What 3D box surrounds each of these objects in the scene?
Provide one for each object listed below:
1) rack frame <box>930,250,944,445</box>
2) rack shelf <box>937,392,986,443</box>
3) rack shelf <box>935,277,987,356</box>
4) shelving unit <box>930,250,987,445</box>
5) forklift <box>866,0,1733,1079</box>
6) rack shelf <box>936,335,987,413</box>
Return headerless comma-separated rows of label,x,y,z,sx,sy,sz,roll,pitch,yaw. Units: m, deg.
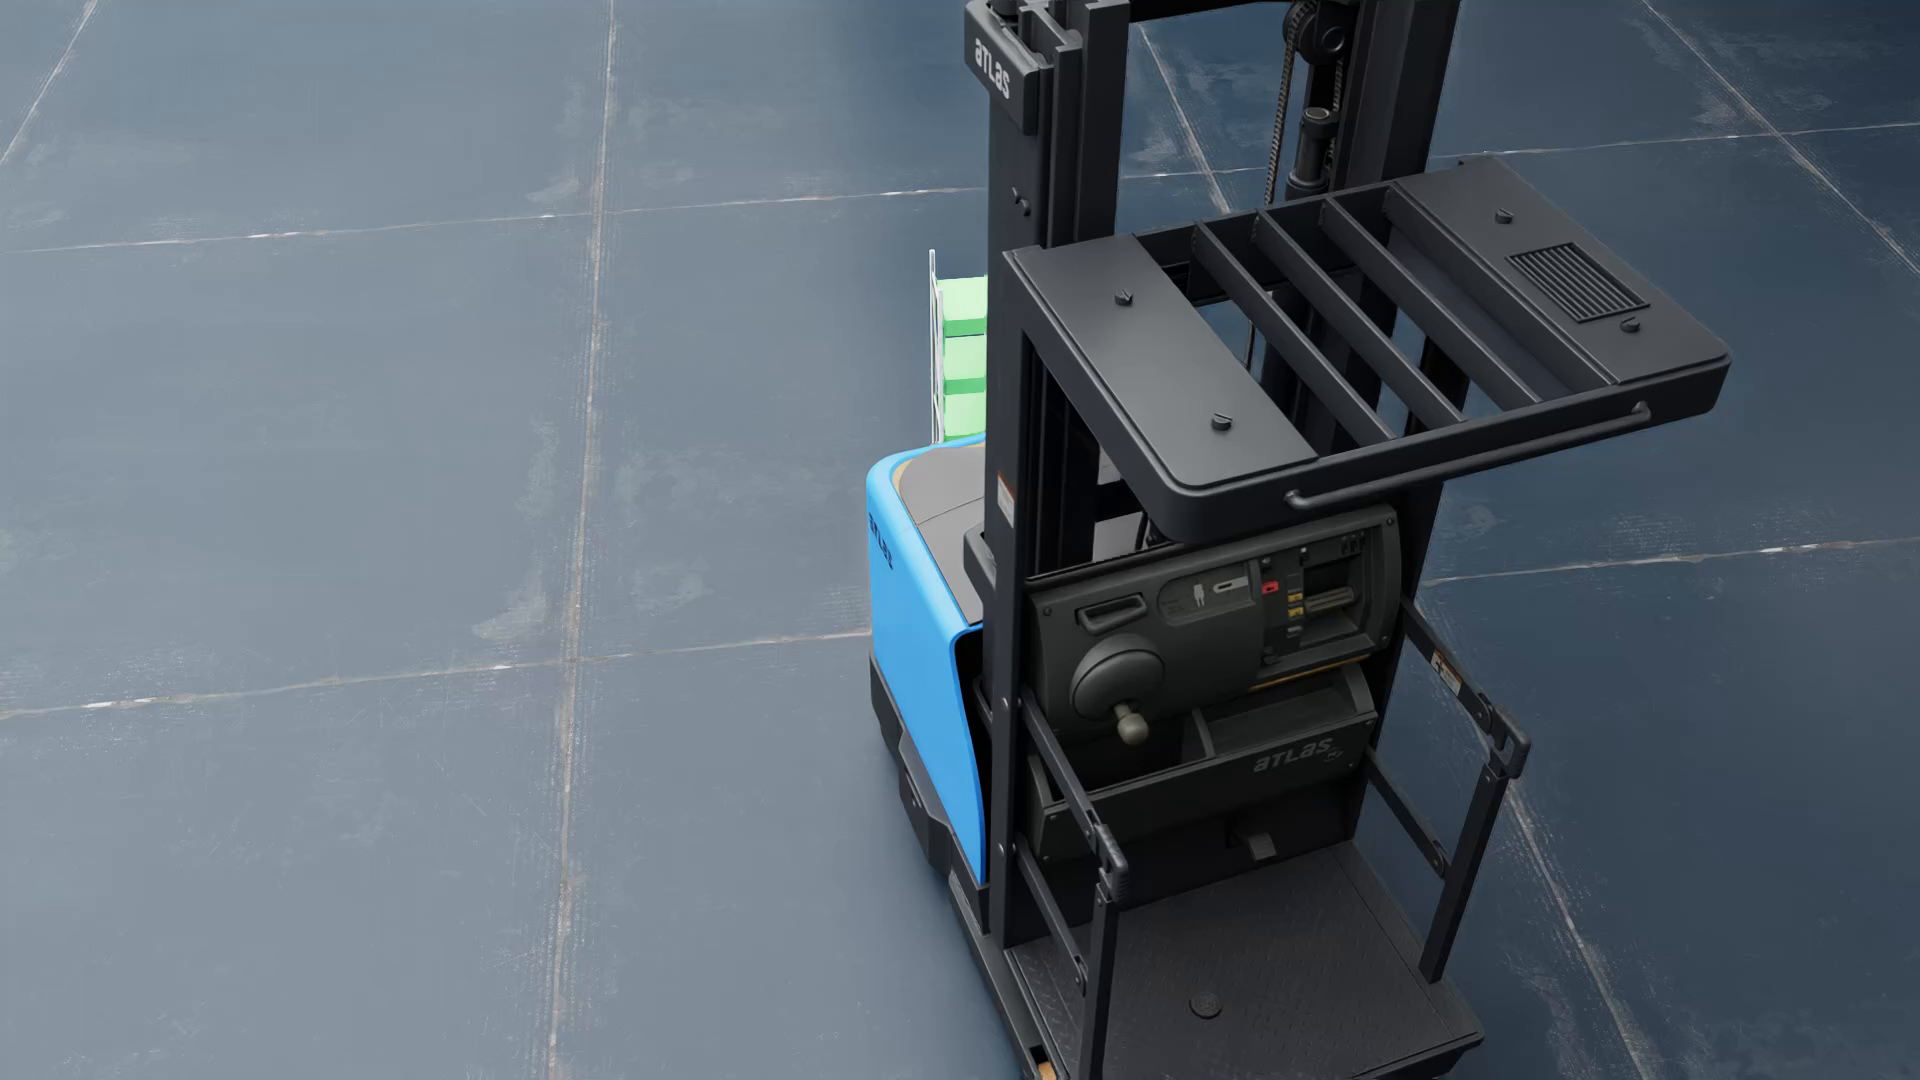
rack frame,-0.078,-0.439,5.841,0.015,1.200,0.240,-5,42,-6
rack shelf,0.164,-0.412,5.907,0.480,0.148,0.258,-5,42,-6
rack shelf,0.164,-0.769,5.585,0.480,0.148,0.258,-5,42,-6
shelving unit,0.164,-0.460,5.864,0.503,1.200,0.258,-5,42,-6
forklift,0.693,0.285,3.746,1.130,2.935,3.031,-14,44,-15
rack shelf,0.164,-0.591,5.746,0.480,0.148,0.258,-5,42,-6
